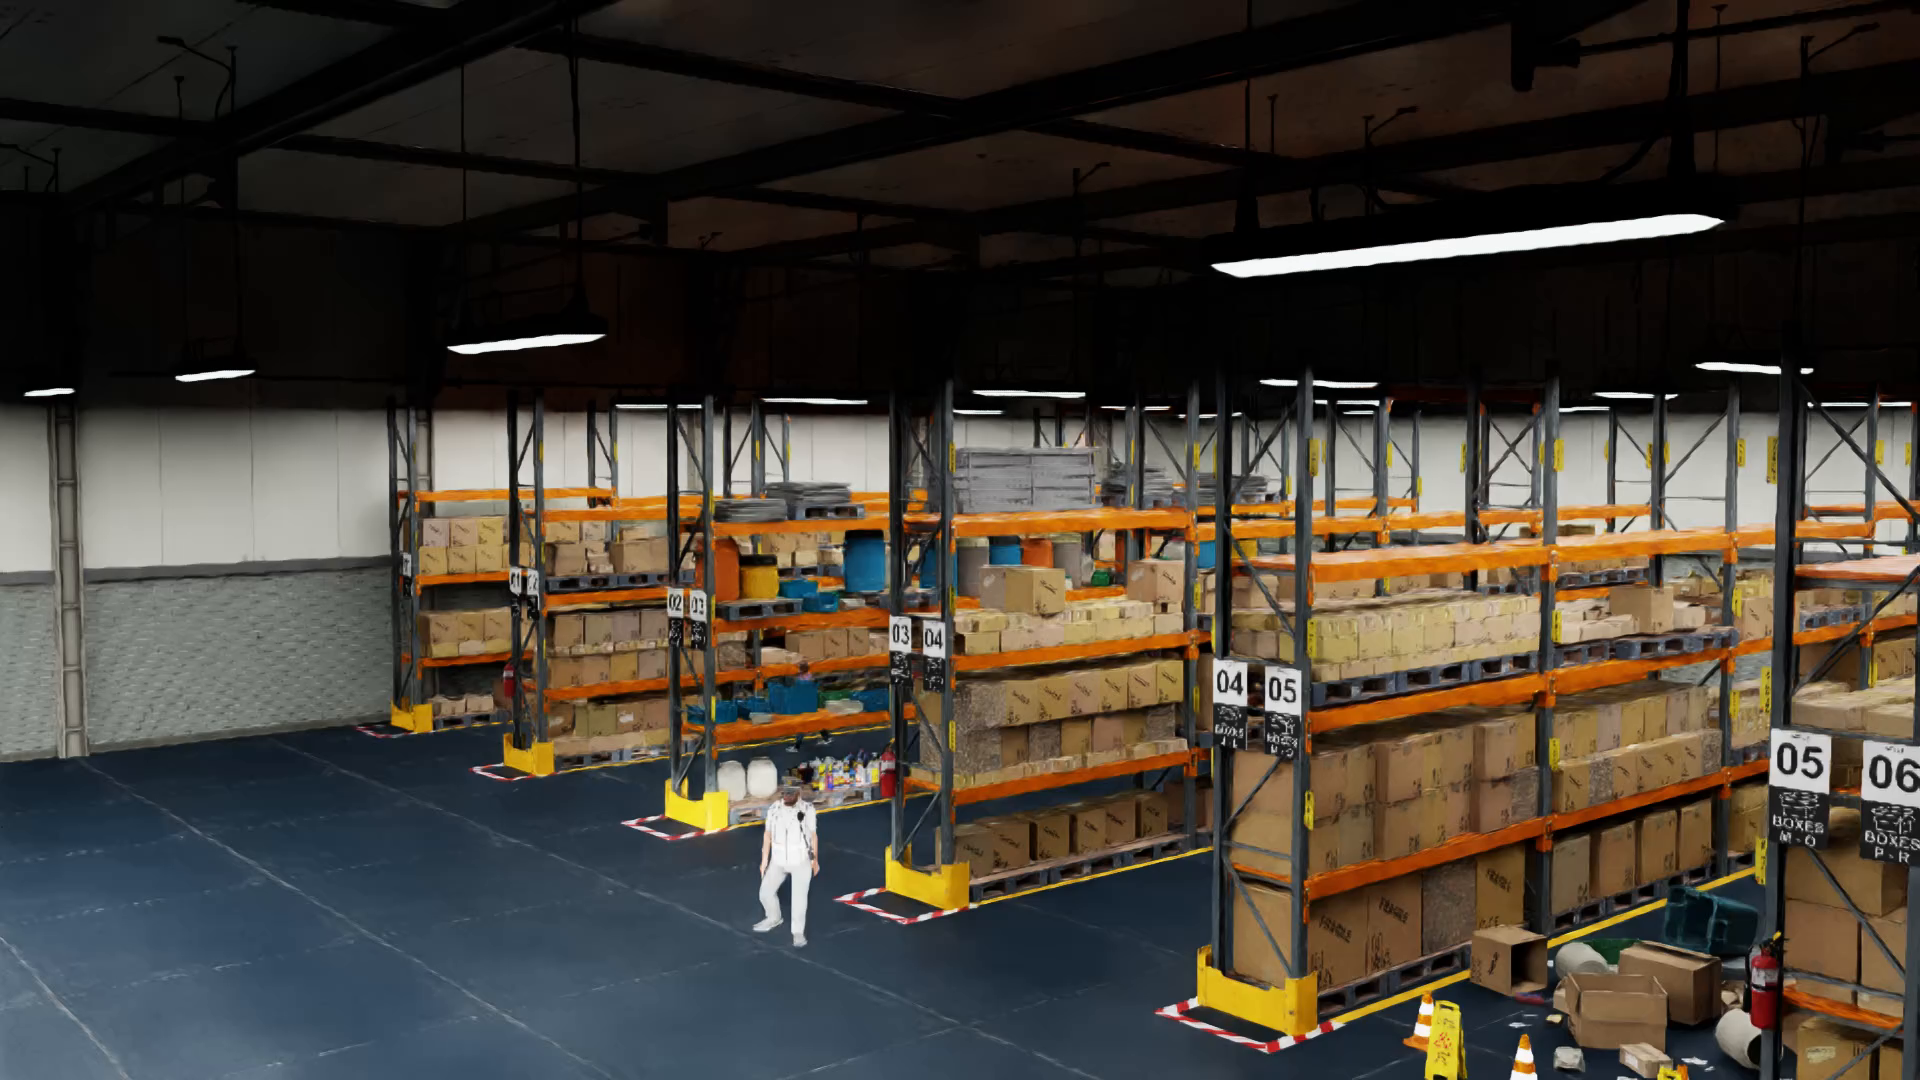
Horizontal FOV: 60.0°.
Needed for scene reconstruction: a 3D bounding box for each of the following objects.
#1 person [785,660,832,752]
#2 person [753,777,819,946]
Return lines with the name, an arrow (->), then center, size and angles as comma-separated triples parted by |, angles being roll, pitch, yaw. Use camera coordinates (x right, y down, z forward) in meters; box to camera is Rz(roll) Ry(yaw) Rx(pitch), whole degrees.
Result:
person -> -2.573, 2.761, 27.935 | 1.037, 1.517, 0.414 | -3, 4, -38
person -> -1.834, 3.289, 17.202 | 0.733, 1.742, 0.554 | 1, 3, 9
